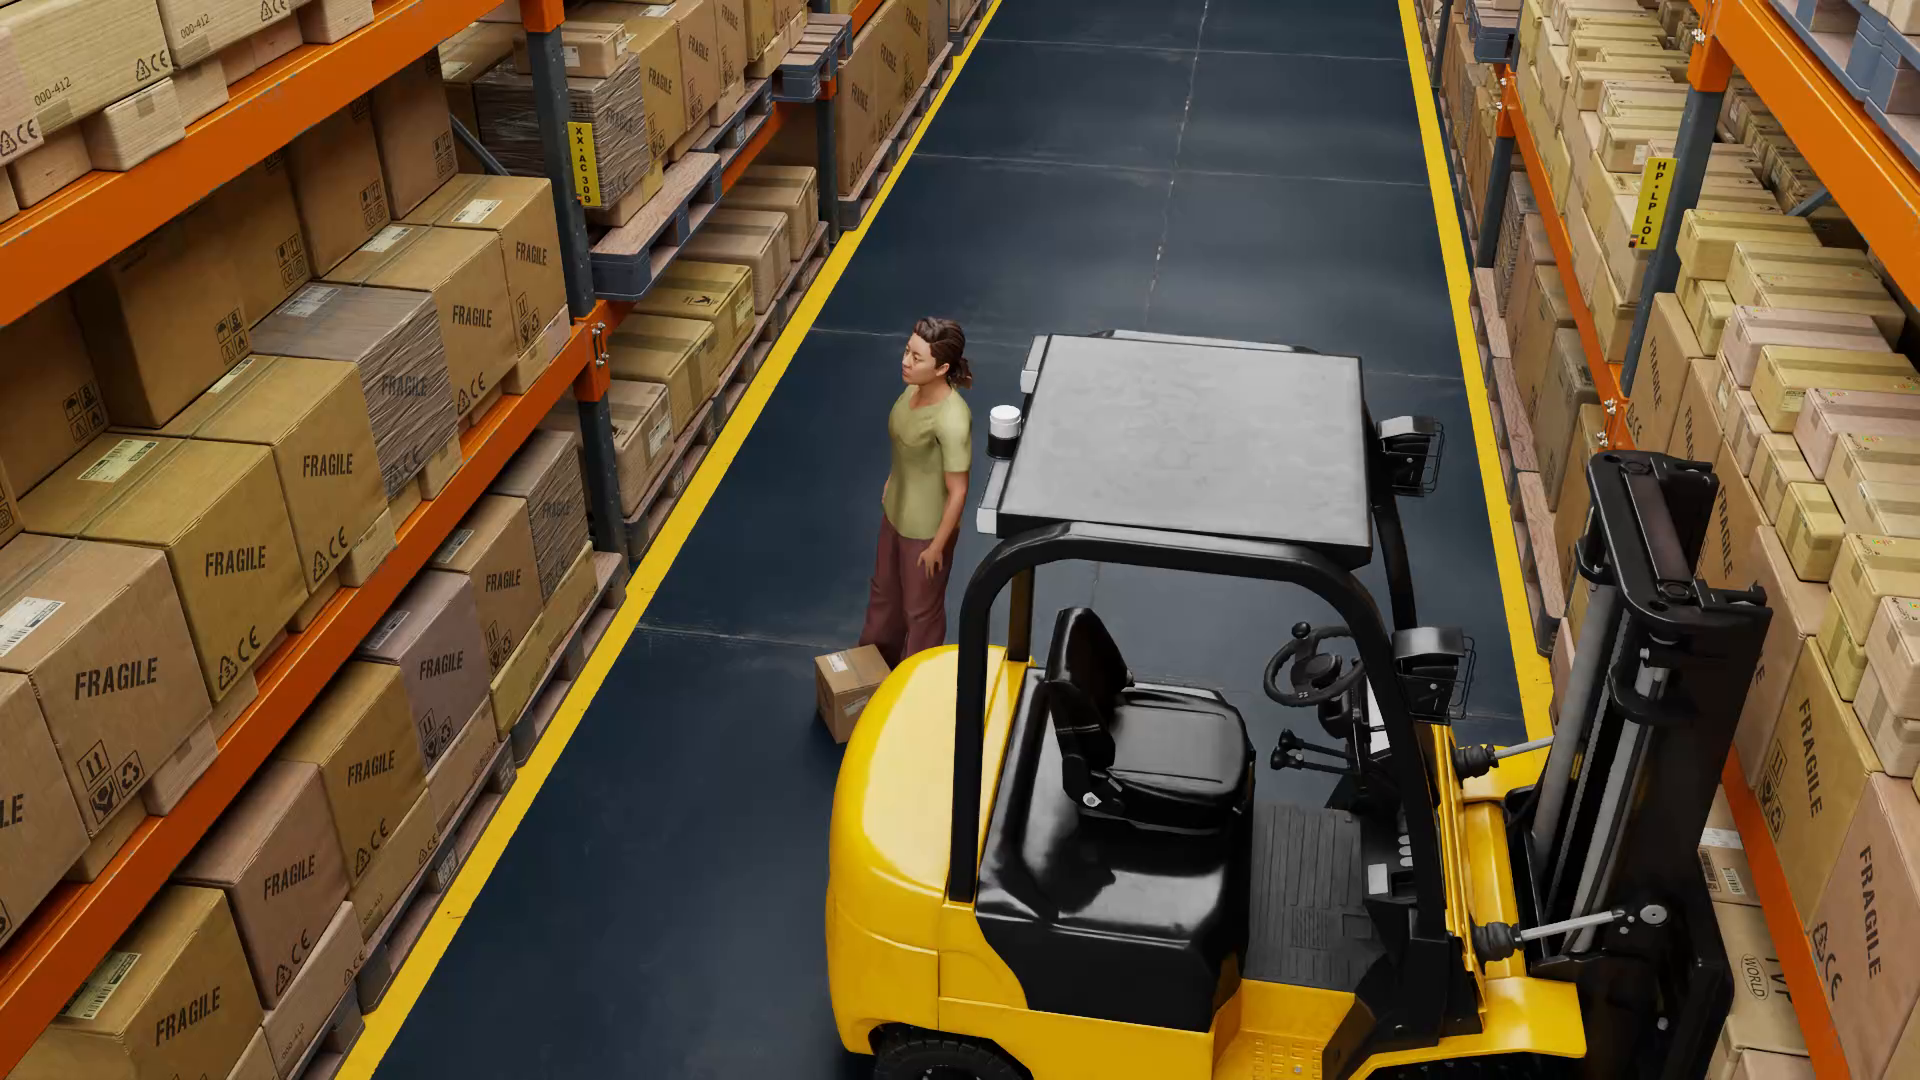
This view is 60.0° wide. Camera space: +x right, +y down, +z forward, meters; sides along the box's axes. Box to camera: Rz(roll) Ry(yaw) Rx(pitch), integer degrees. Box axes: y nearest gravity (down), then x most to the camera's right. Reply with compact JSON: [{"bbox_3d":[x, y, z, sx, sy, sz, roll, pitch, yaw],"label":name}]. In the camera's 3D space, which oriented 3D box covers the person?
[{"bbox_3d":[-0.216,-0.064,6.221,0.549,1.676,0.553,-11,34,-16],"label":"person"}]
